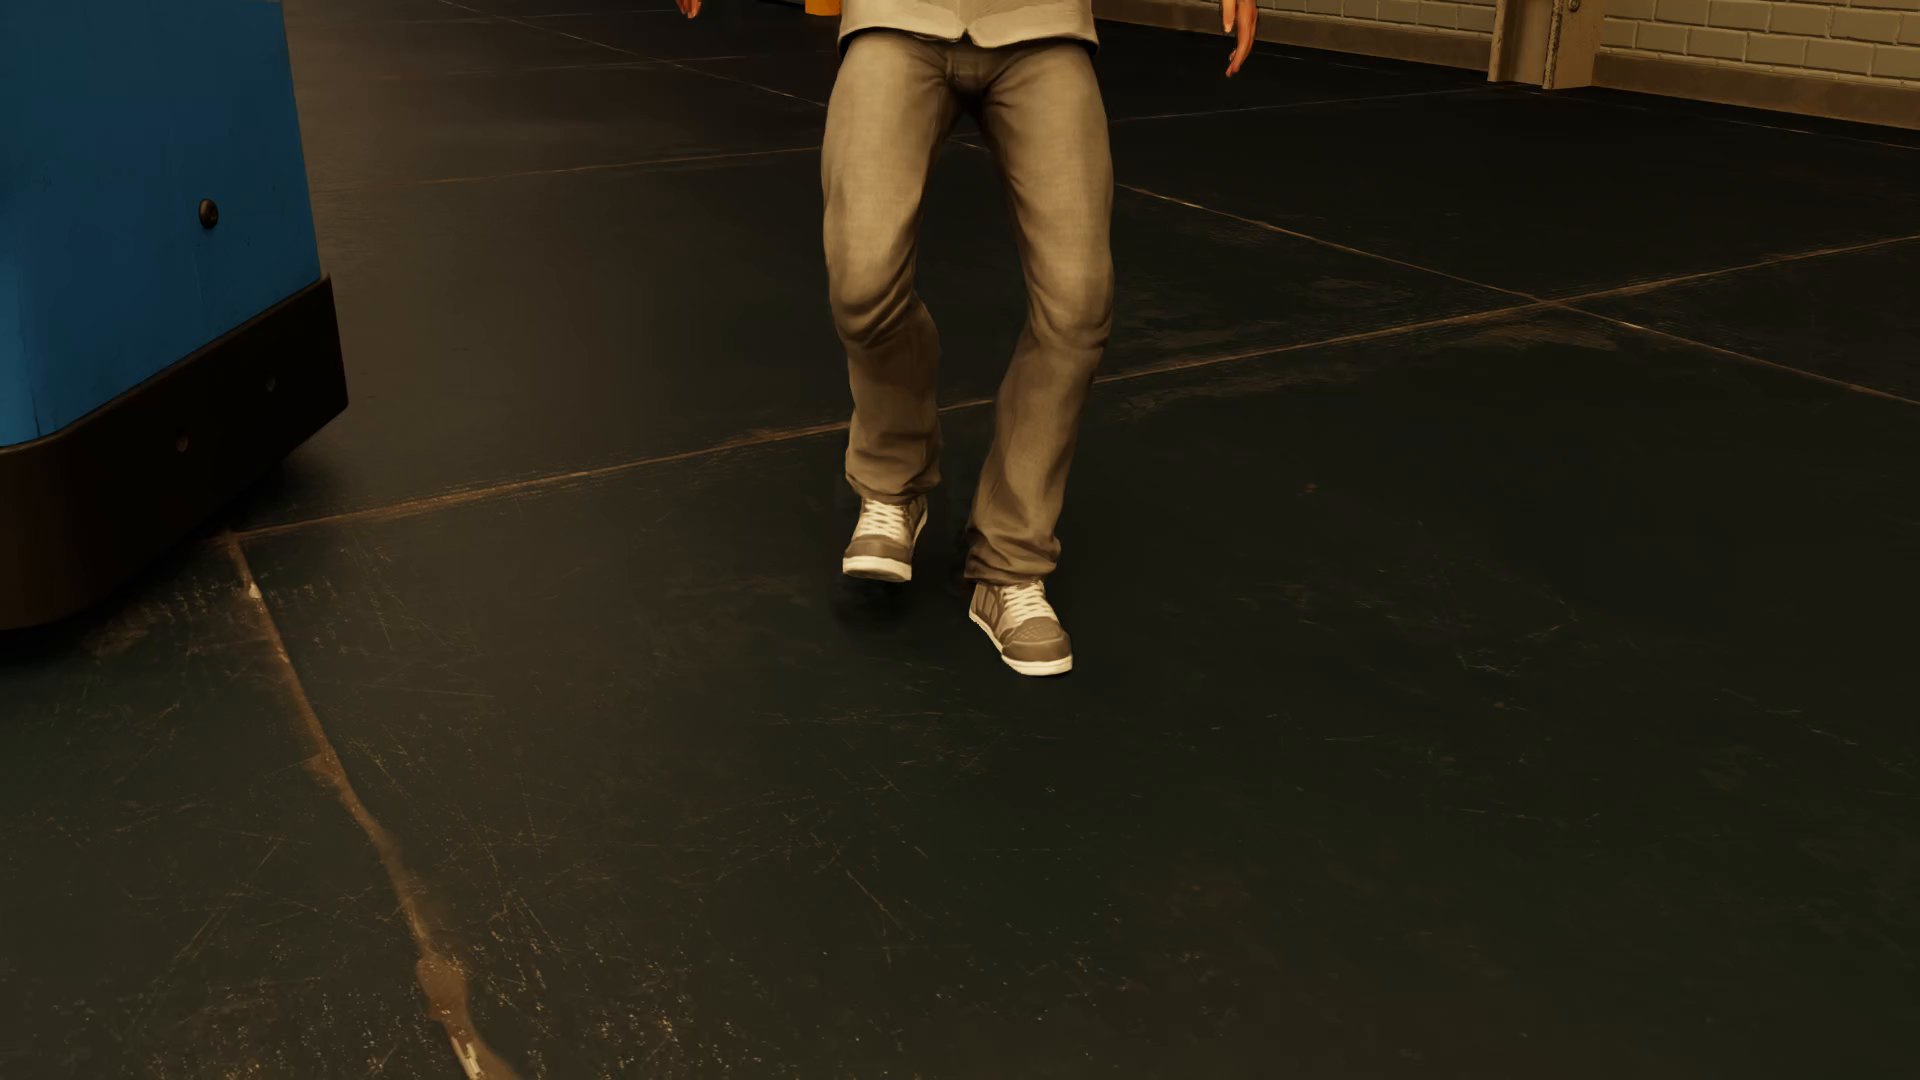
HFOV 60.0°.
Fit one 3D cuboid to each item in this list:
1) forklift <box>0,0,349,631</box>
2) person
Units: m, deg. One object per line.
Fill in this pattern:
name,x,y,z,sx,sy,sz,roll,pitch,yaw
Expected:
forklift,-2.650,-1.393,2.169,3.031,2.935,1.130,1,22,2
person,0.017,-0.621,2.165,0.766,1.548,0.581,0,22,-1
